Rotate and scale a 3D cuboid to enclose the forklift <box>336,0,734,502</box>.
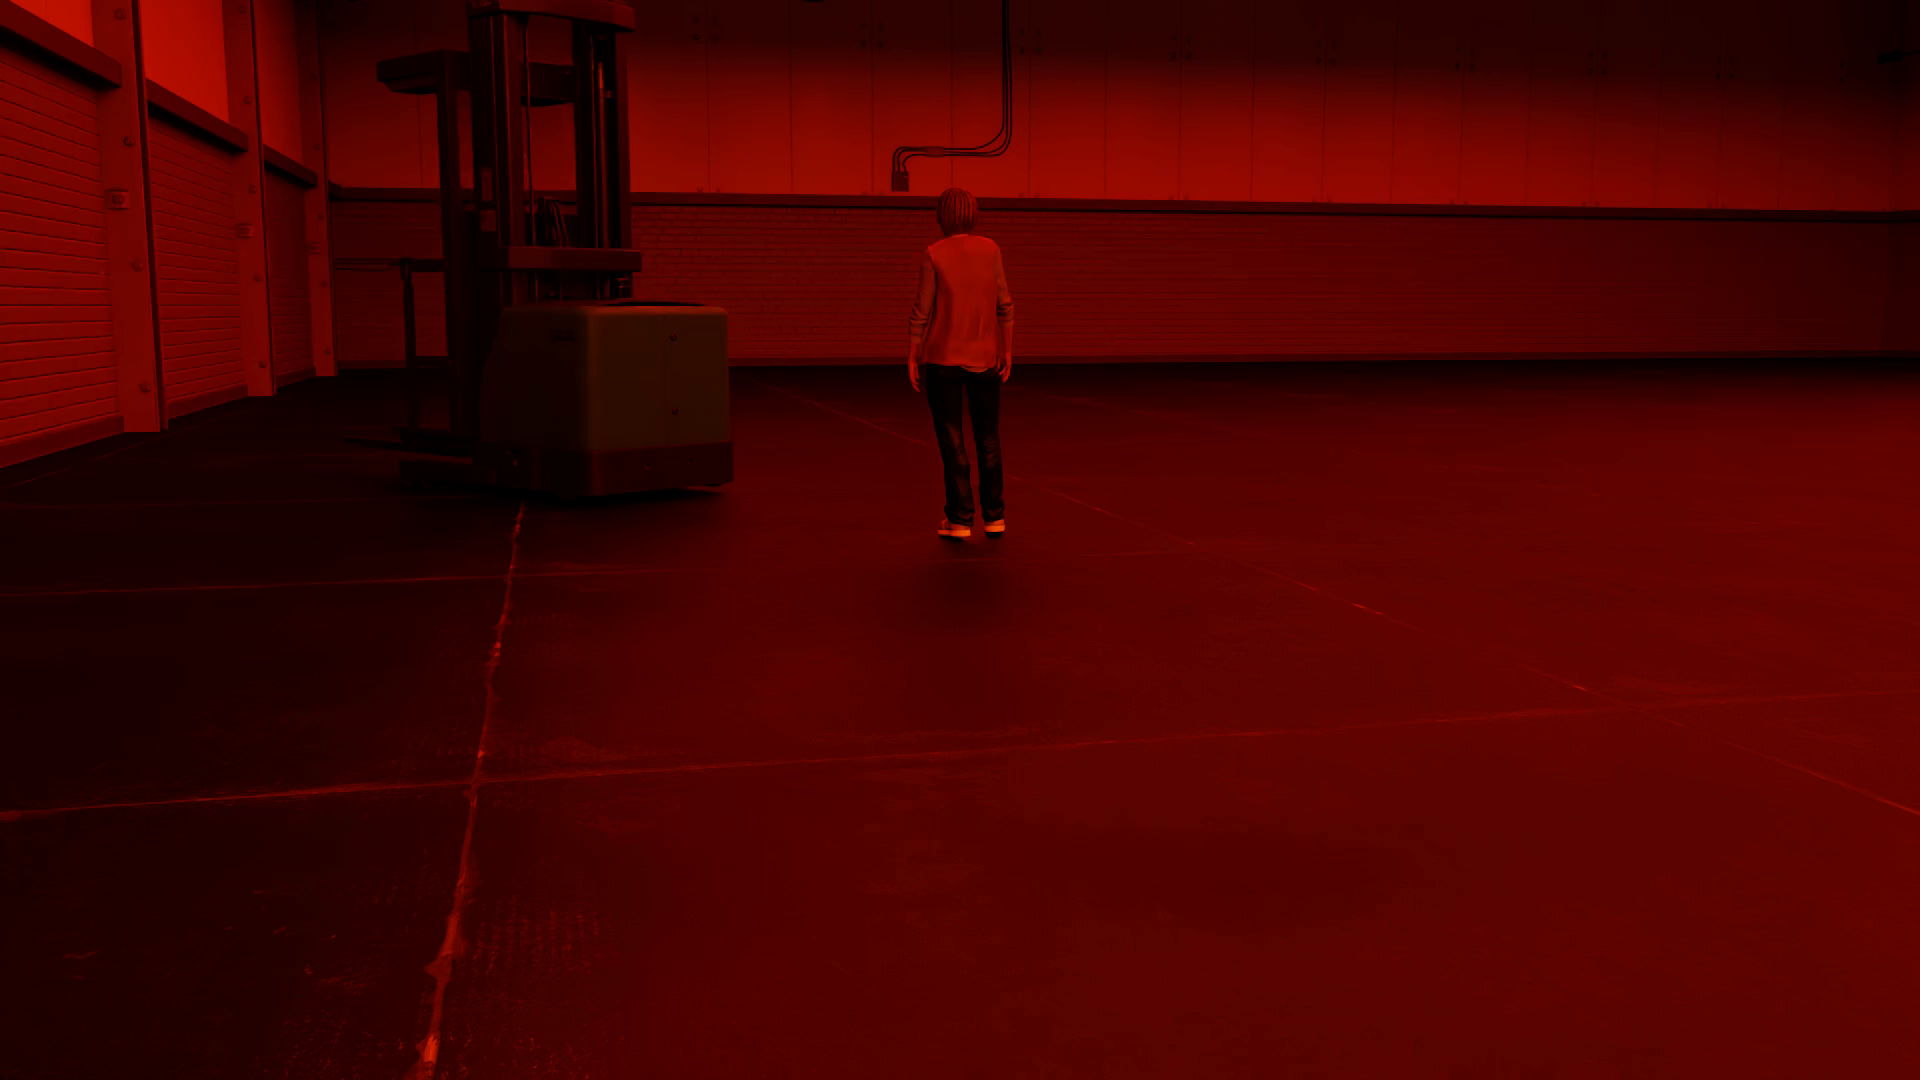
[{"bbox_3d":[-2.744,-1.803,10.010,3.031,2.935,1.130,7,11,41],"label":"forklift"}]

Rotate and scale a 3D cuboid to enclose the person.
[{"bbox_3d":[-0.004,-0.808,7.669,0.520,1.596,0.476,-2,8,-13],"label":"person"}]
